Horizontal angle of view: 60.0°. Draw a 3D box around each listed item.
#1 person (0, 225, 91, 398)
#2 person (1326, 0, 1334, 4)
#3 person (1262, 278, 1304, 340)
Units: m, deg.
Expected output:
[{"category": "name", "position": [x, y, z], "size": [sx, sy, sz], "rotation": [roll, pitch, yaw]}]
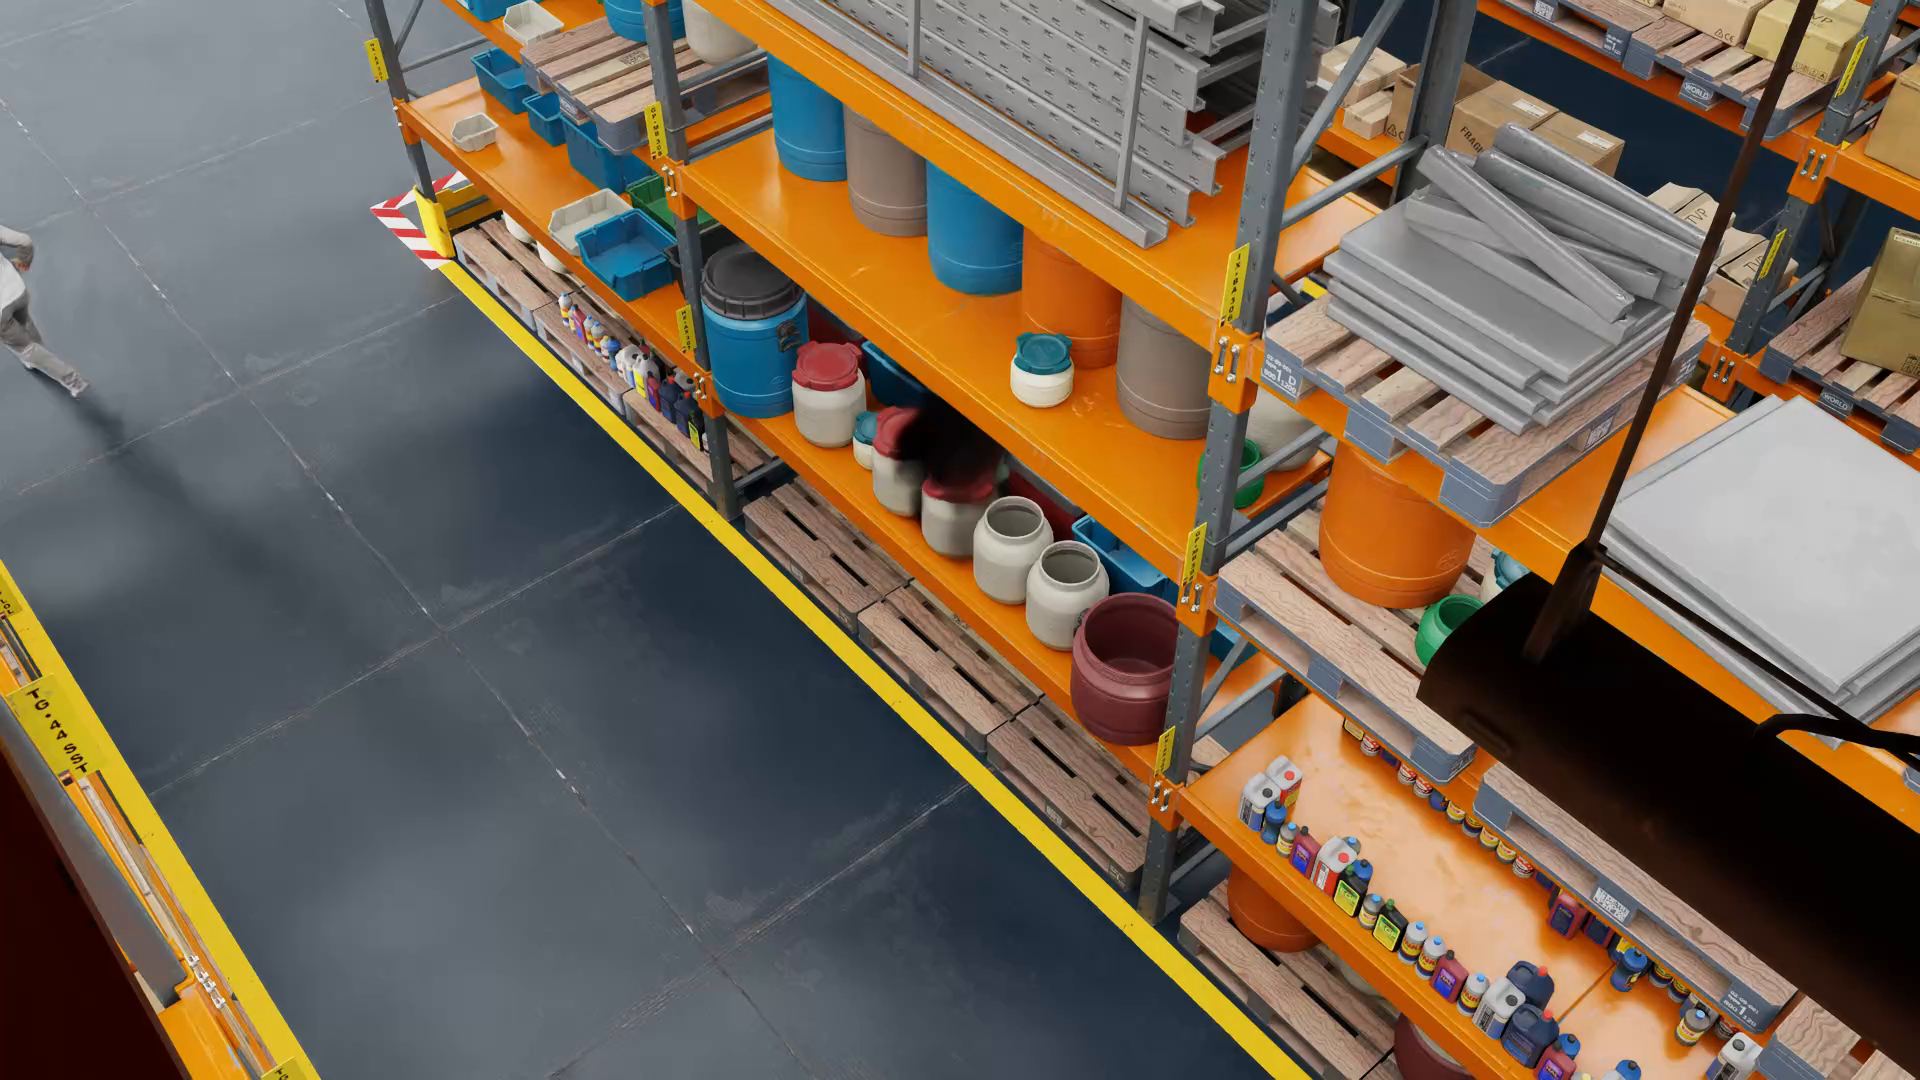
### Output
[{"category": "person", "position": [-6.566, -1.614, 11.313], "size": [0.925, 1.768, 0.693], "rotation": [22, 51, 20]}, {"category": "person", "position": [3.215, -4.824, 14.413], "size": [0.795, 1.678, 0.720], "rotation": [31, 54, 26]}, {"category": "person", "position": [1.730, -1.285, 10.621], "size": [0.738, 1.835, 0.680], "rotation": [31, 54, 26]}]
